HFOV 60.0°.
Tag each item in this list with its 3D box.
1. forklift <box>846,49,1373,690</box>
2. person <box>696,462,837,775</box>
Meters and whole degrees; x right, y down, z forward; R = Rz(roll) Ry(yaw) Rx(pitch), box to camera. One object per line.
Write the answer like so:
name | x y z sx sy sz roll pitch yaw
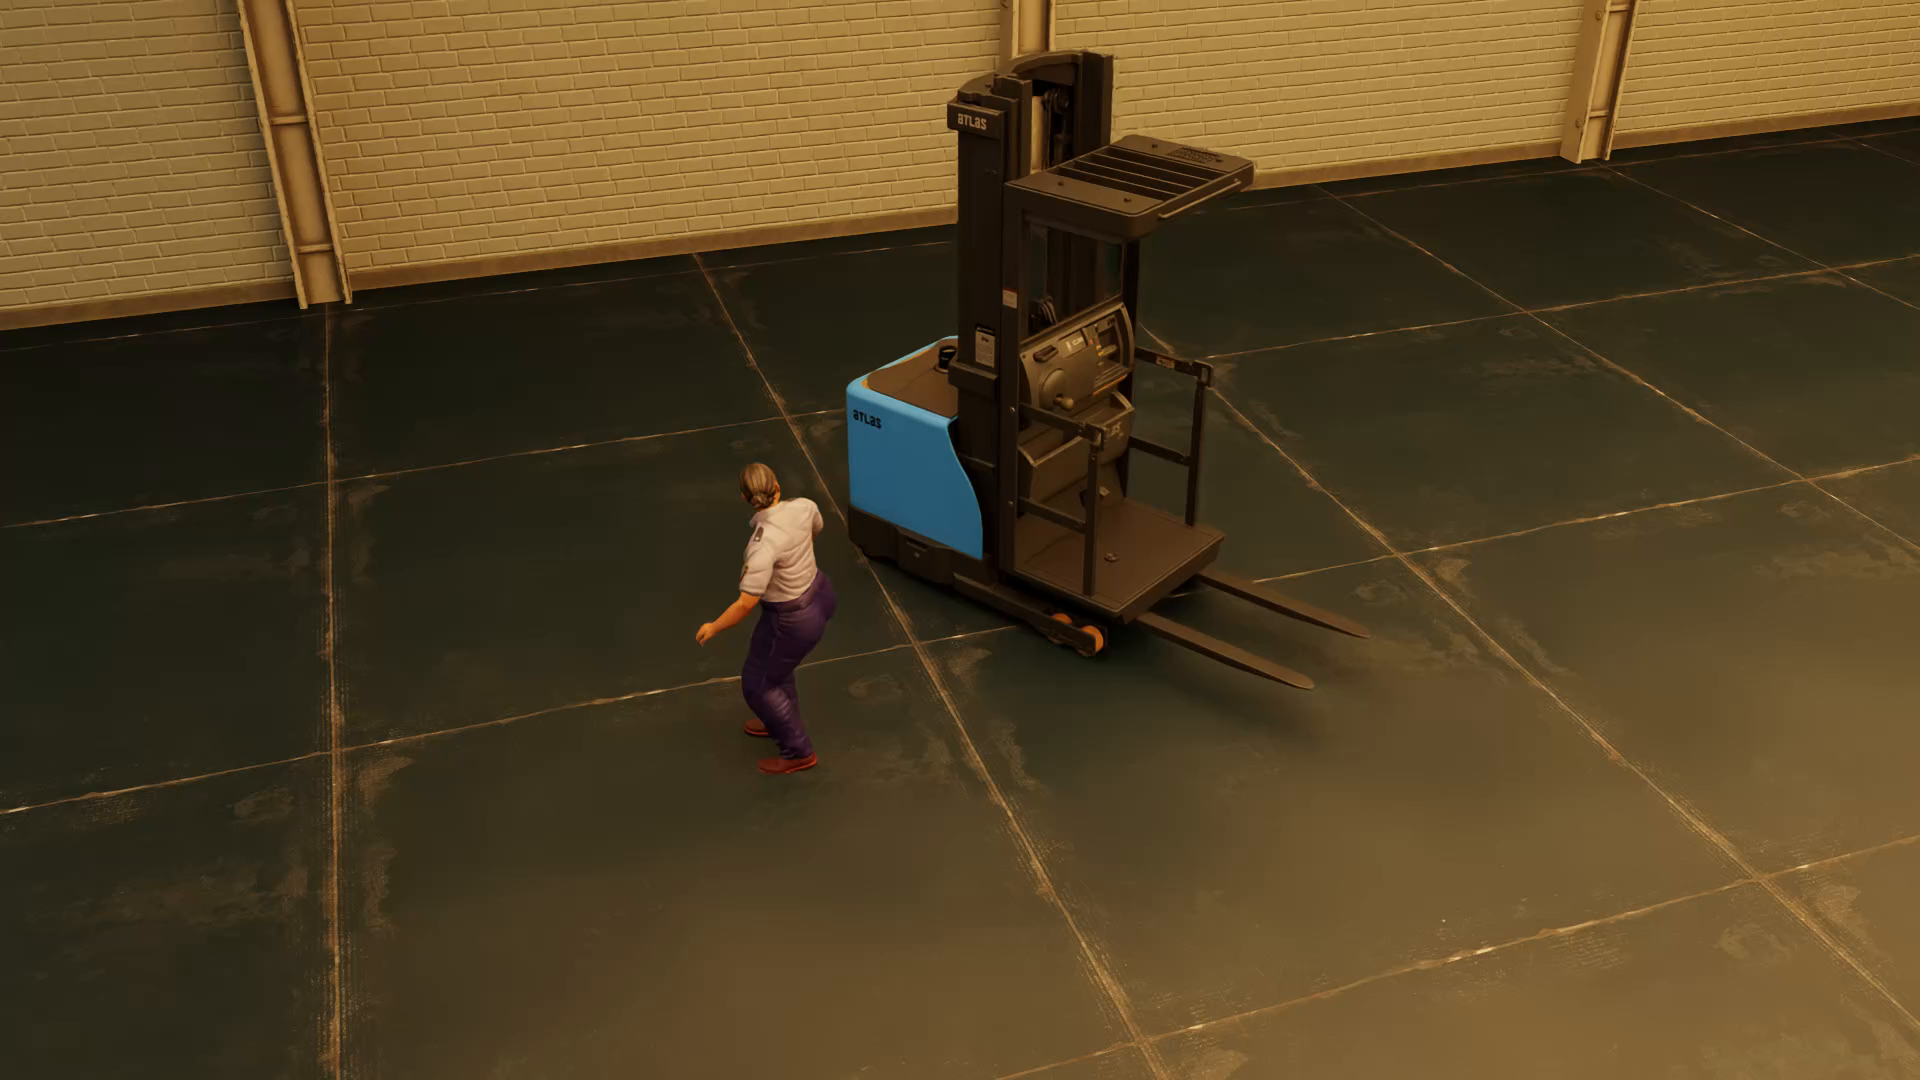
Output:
forklift | 0.792 -0.942 8.724 3.031 2.935 1.130 23 37 34
person | -0.888 0.356 7.849 0.541 1.601 0.720 8 31 14
